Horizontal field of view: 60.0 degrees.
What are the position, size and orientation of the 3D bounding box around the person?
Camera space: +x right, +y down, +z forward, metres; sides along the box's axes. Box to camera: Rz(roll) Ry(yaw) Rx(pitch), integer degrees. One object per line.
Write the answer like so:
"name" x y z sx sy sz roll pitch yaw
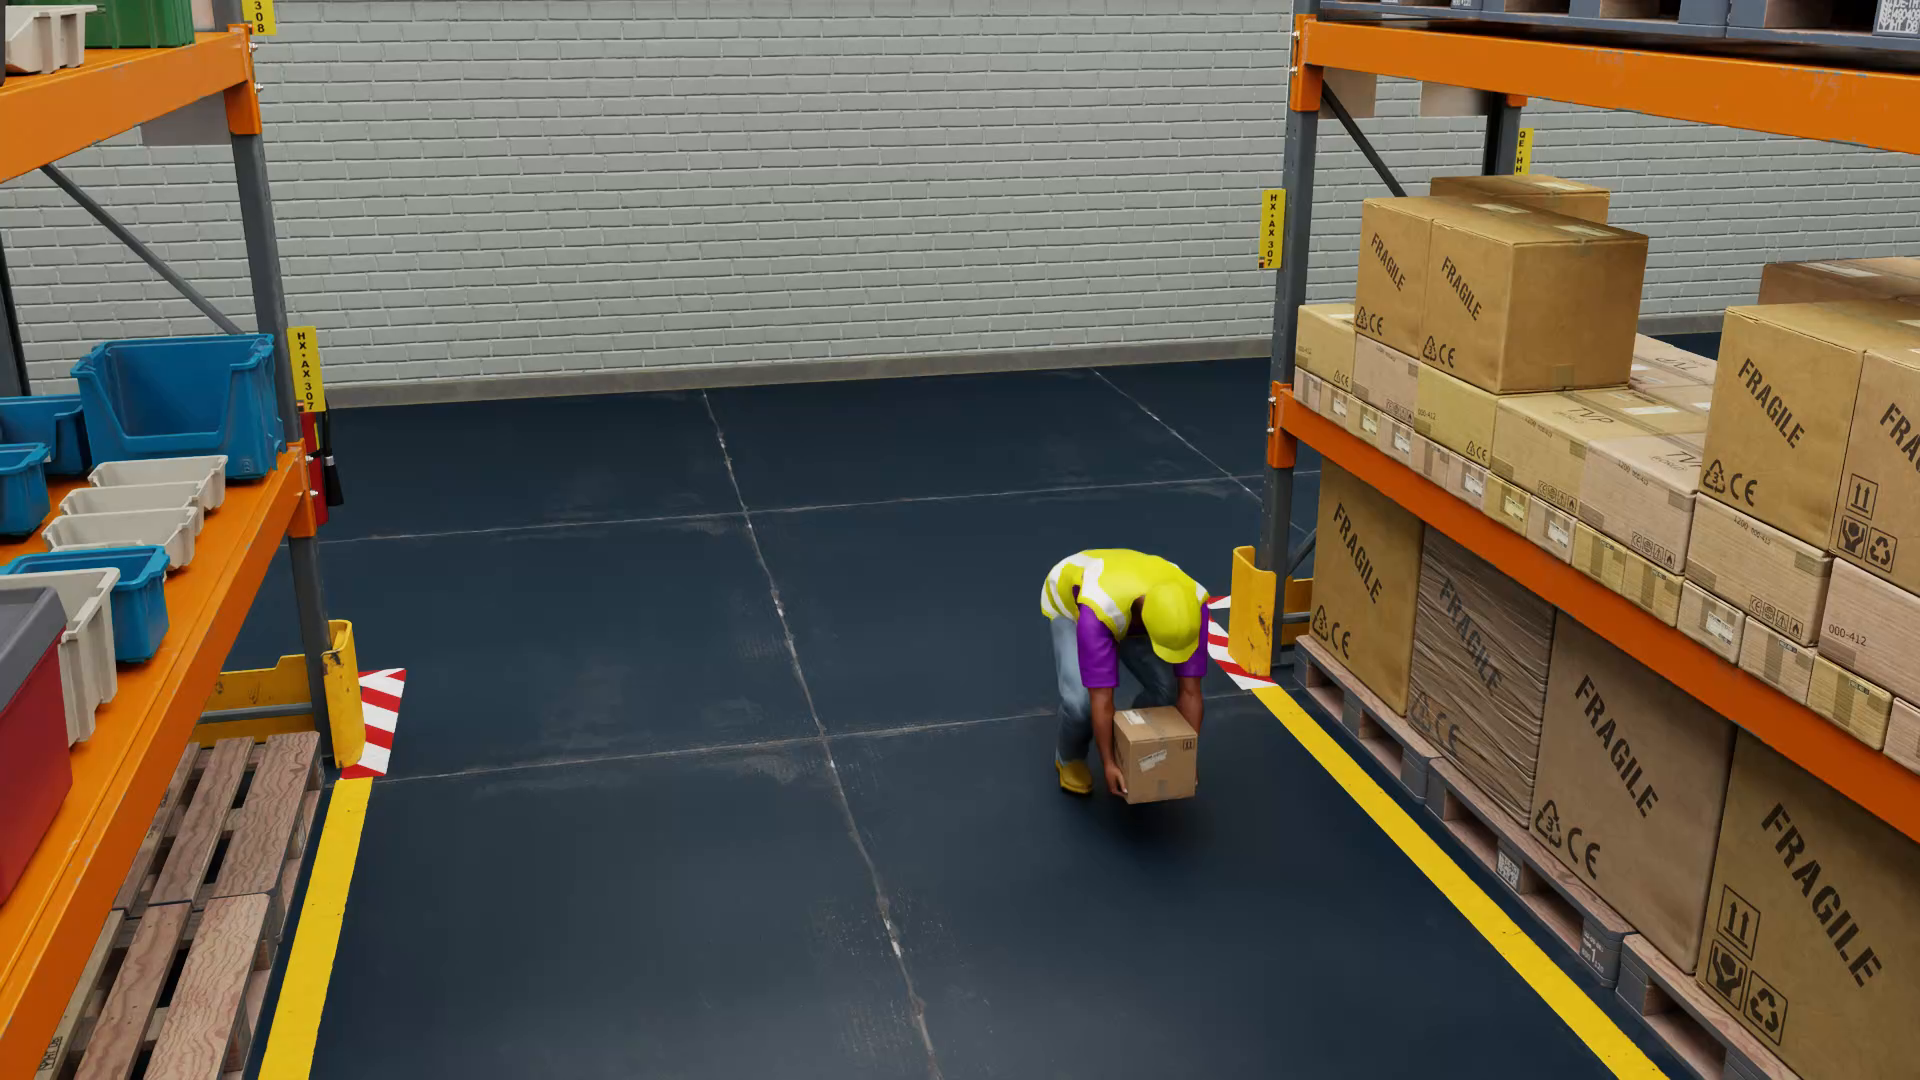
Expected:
"person" 0.632 0.506 6.230 0.523 1.016 0.960 -5 20 -15
